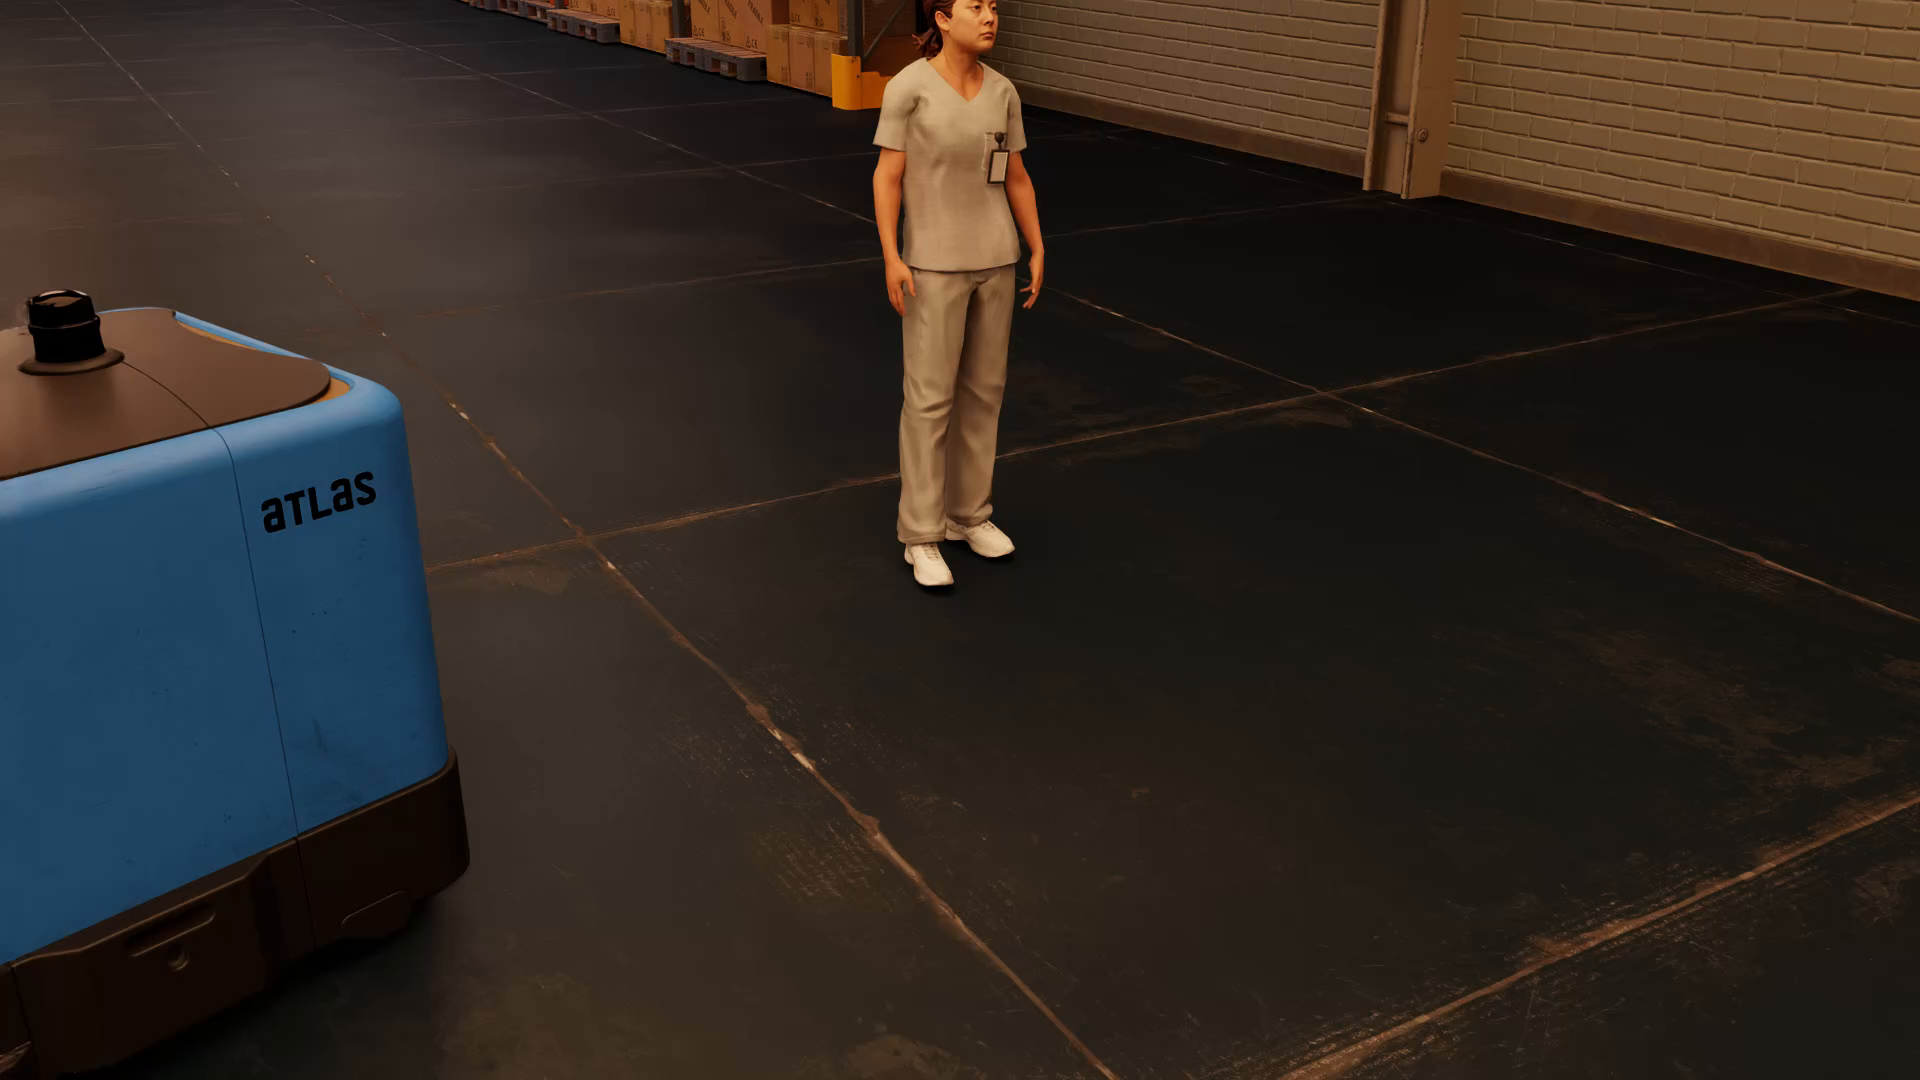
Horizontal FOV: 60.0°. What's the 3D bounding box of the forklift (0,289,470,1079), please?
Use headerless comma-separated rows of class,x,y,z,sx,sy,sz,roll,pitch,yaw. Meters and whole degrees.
forklift,-2.335,-0.333,2.085,1.130,2.935,3.031,18,29,37

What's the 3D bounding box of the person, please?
person,0.025,-0.755,4.748,0.549,1.675,0.549,-12,25,-28
